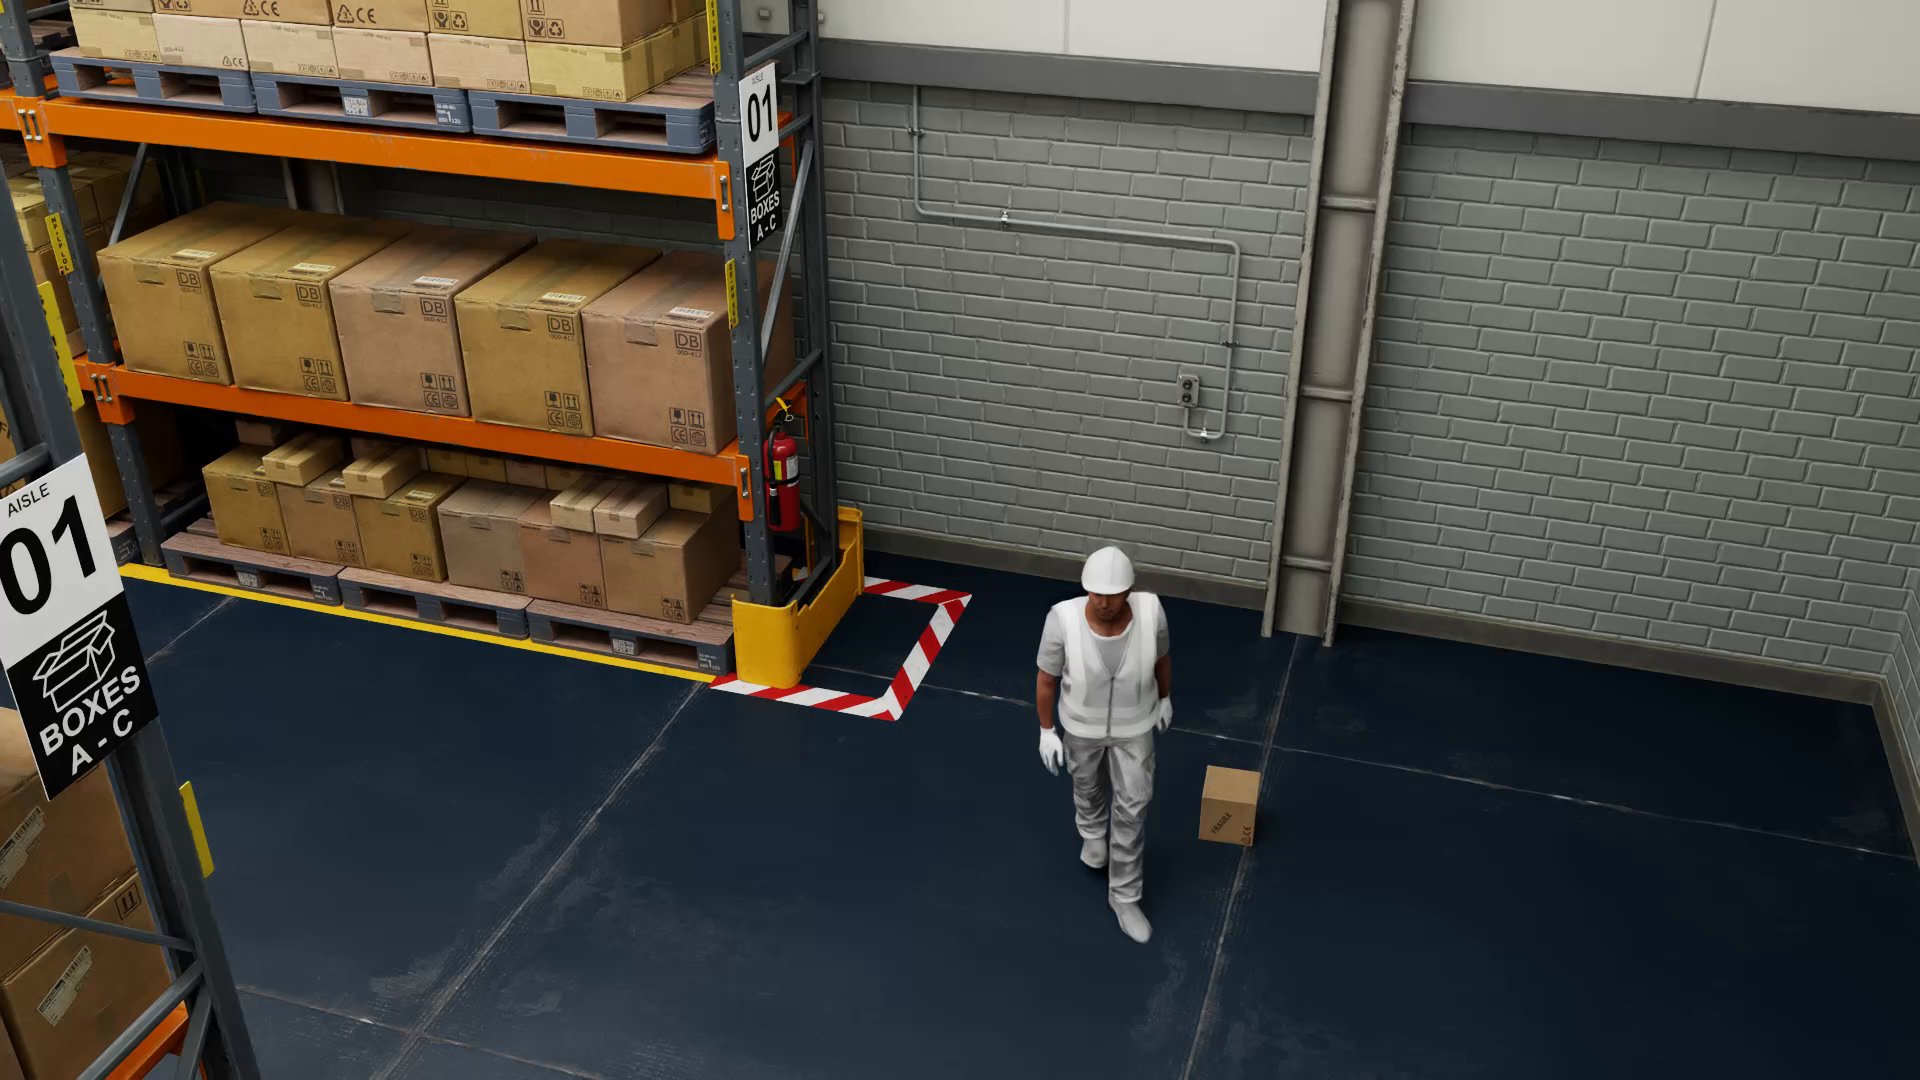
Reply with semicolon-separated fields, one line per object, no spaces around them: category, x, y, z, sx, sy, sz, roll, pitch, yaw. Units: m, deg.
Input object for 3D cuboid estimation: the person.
person;0.616;0.795;7.073;0.593;1.802;0.713;2;29;3
